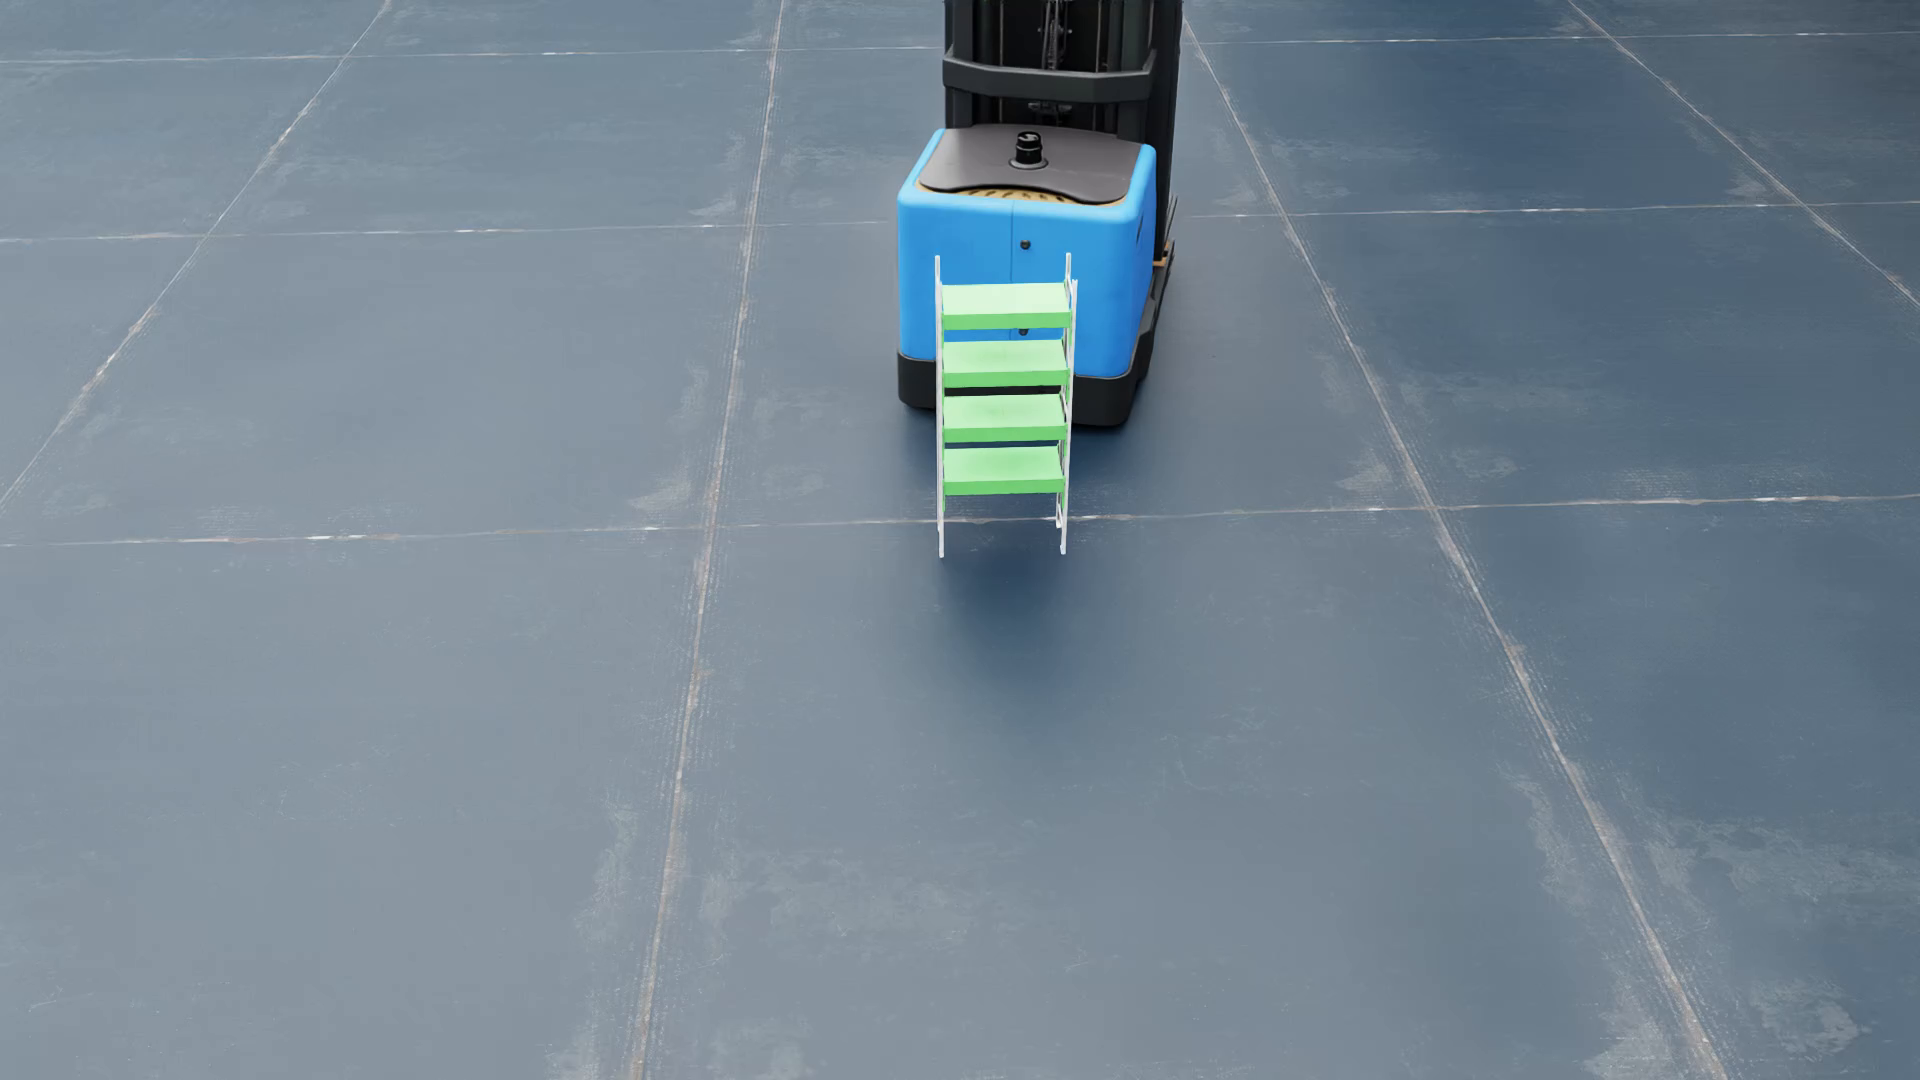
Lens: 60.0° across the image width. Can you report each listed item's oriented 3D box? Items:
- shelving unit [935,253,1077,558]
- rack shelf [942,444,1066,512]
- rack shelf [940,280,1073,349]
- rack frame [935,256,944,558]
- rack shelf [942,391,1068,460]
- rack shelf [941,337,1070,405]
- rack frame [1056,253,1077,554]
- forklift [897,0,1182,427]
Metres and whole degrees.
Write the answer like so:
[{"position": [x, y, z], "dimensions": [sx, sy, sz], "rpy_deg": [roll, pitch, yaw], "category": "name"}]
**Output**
[{"position": [0.165, -0.498, 6.415], "dimensions": [0.503, 1.200, 0.258], "rpy_deg": [-2, 35, -2], "category": "shelving unit"}, {"position": [0.165, -0.248, 6.588], "dimensions": [0.480, 0.148, 0.258], "rpy_deg": [-2, 35, -2], "category": "rack shelf"}, {"position": [0.165, -0.840, 6.178], "dimensions": [0.480, 0.148, 0.258], "rpy_deg": [-2, 35, -2], "category": "rack shelf"}, {"position": [-0.078, -0.491, 6.405], "dimensions": [0.015, 1.200, 0.240], "rpy_deg": [-2, 35, -2], "category": "rack frame"}, {"position": [0.165, -0.445, 6.451], "dimensions": [0.480, 0.148, 0.258], "rpy_deg": [-2, 35, -2], "category": "rack shelf"}, {"position": [0.165, -0.643, 6.315], "dimensions": [0.480, 0.148, 0.258], "rpy_deg": [-2, 35, -2], "category": "rack shelf"}, {"position": [0.409, -0.504, 6.424], "dimensions": [0.015, 1.200, 0.240], "rpy_deg": [-2, 35, -2], "category": "rack frame"}, {"position": [0.519, -2.537, 7.840], "dimensions": [1.130, 2.935, 3.031], "rpy_deg": [7, 35, 10], "category": "forklift"}]
